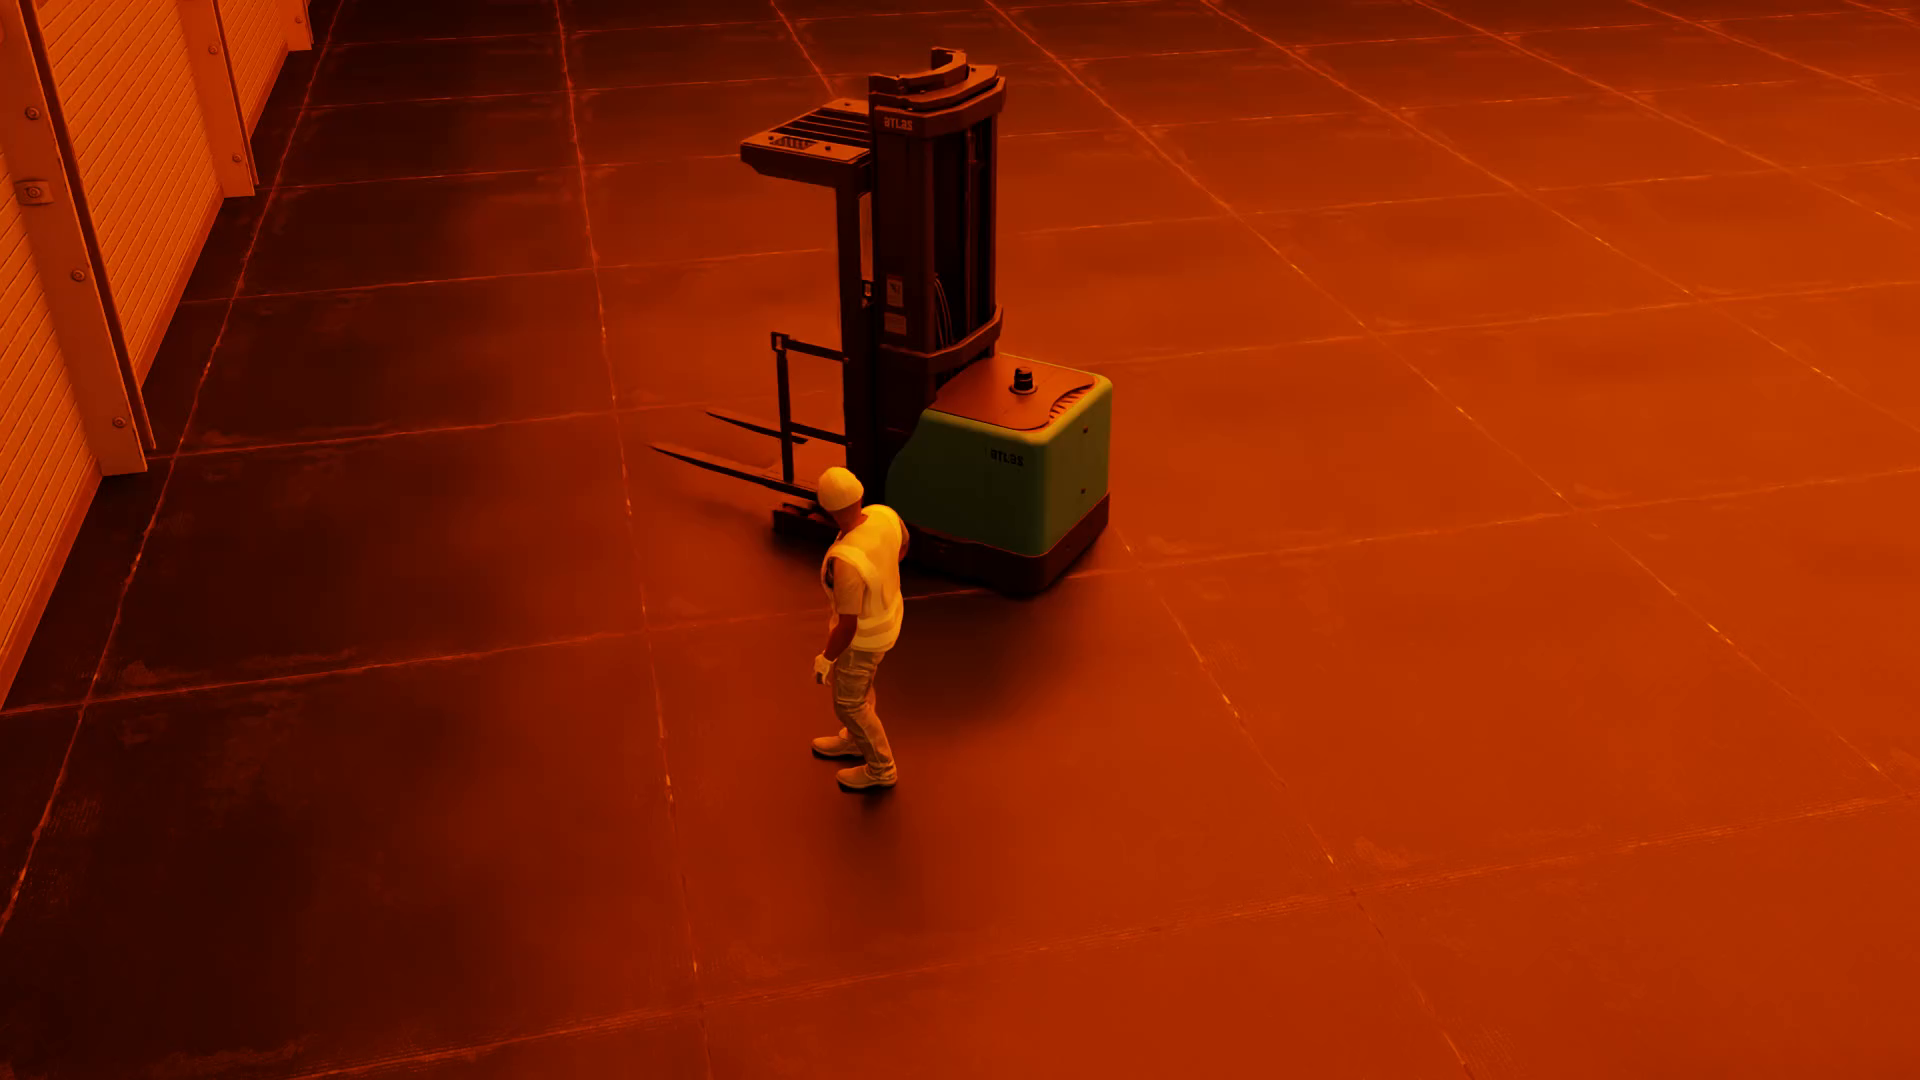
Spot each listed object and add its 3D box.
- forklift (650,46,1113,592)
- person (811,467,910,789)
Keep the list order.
[{"bbox_3d":[-0.599,-1.481,10.133,3.031,2.935,1.130,16,34,25],"label":"forklift"},{"bbox_3d":[-0.544,0.419,8.020,0.514,1.761,0.786,6,31,10],"label":"person"}]
